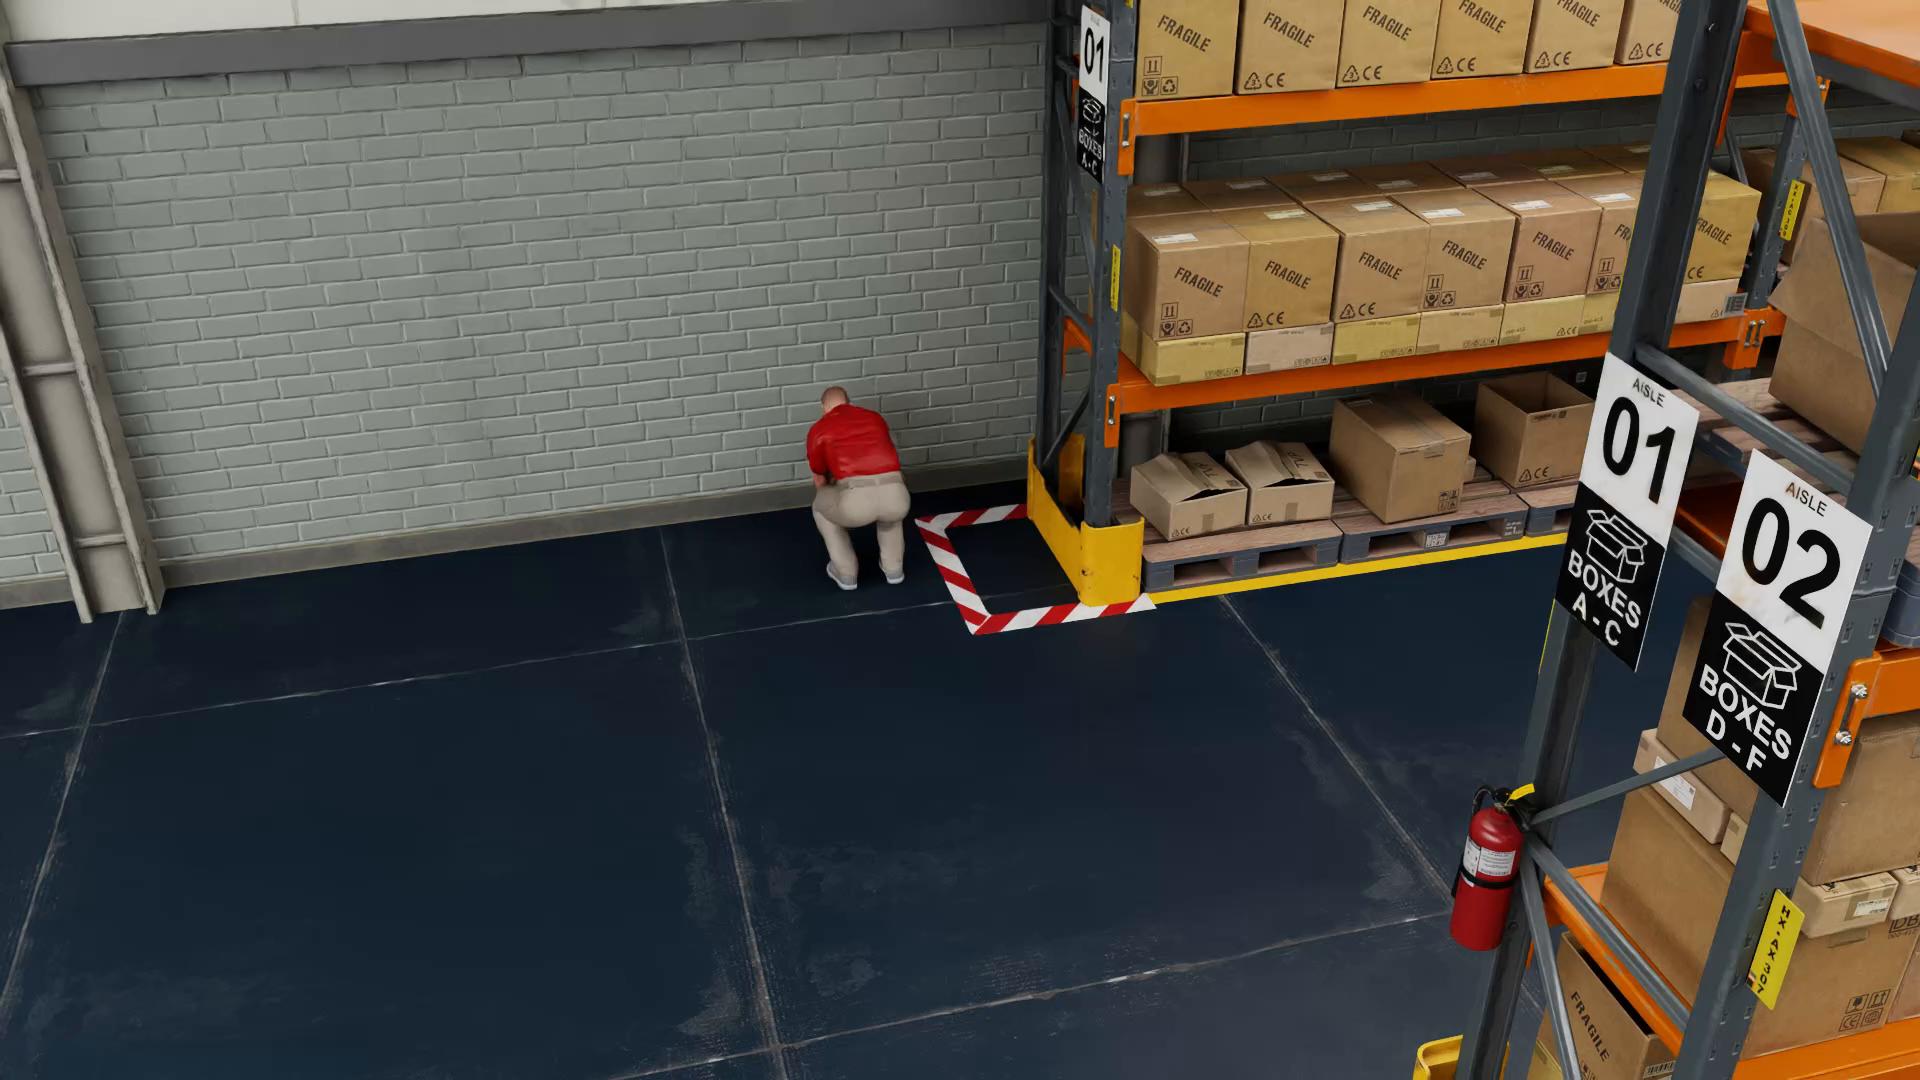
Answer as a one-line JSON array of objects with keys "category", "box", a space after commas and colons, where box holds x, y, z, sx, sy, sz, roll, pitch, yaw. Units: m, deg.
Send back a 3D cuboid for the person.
[{"category": "person", "box": [-0.581, -0.281, 9.501, 0.537, 0.975, 0.904, -9, 31, -15]}]
